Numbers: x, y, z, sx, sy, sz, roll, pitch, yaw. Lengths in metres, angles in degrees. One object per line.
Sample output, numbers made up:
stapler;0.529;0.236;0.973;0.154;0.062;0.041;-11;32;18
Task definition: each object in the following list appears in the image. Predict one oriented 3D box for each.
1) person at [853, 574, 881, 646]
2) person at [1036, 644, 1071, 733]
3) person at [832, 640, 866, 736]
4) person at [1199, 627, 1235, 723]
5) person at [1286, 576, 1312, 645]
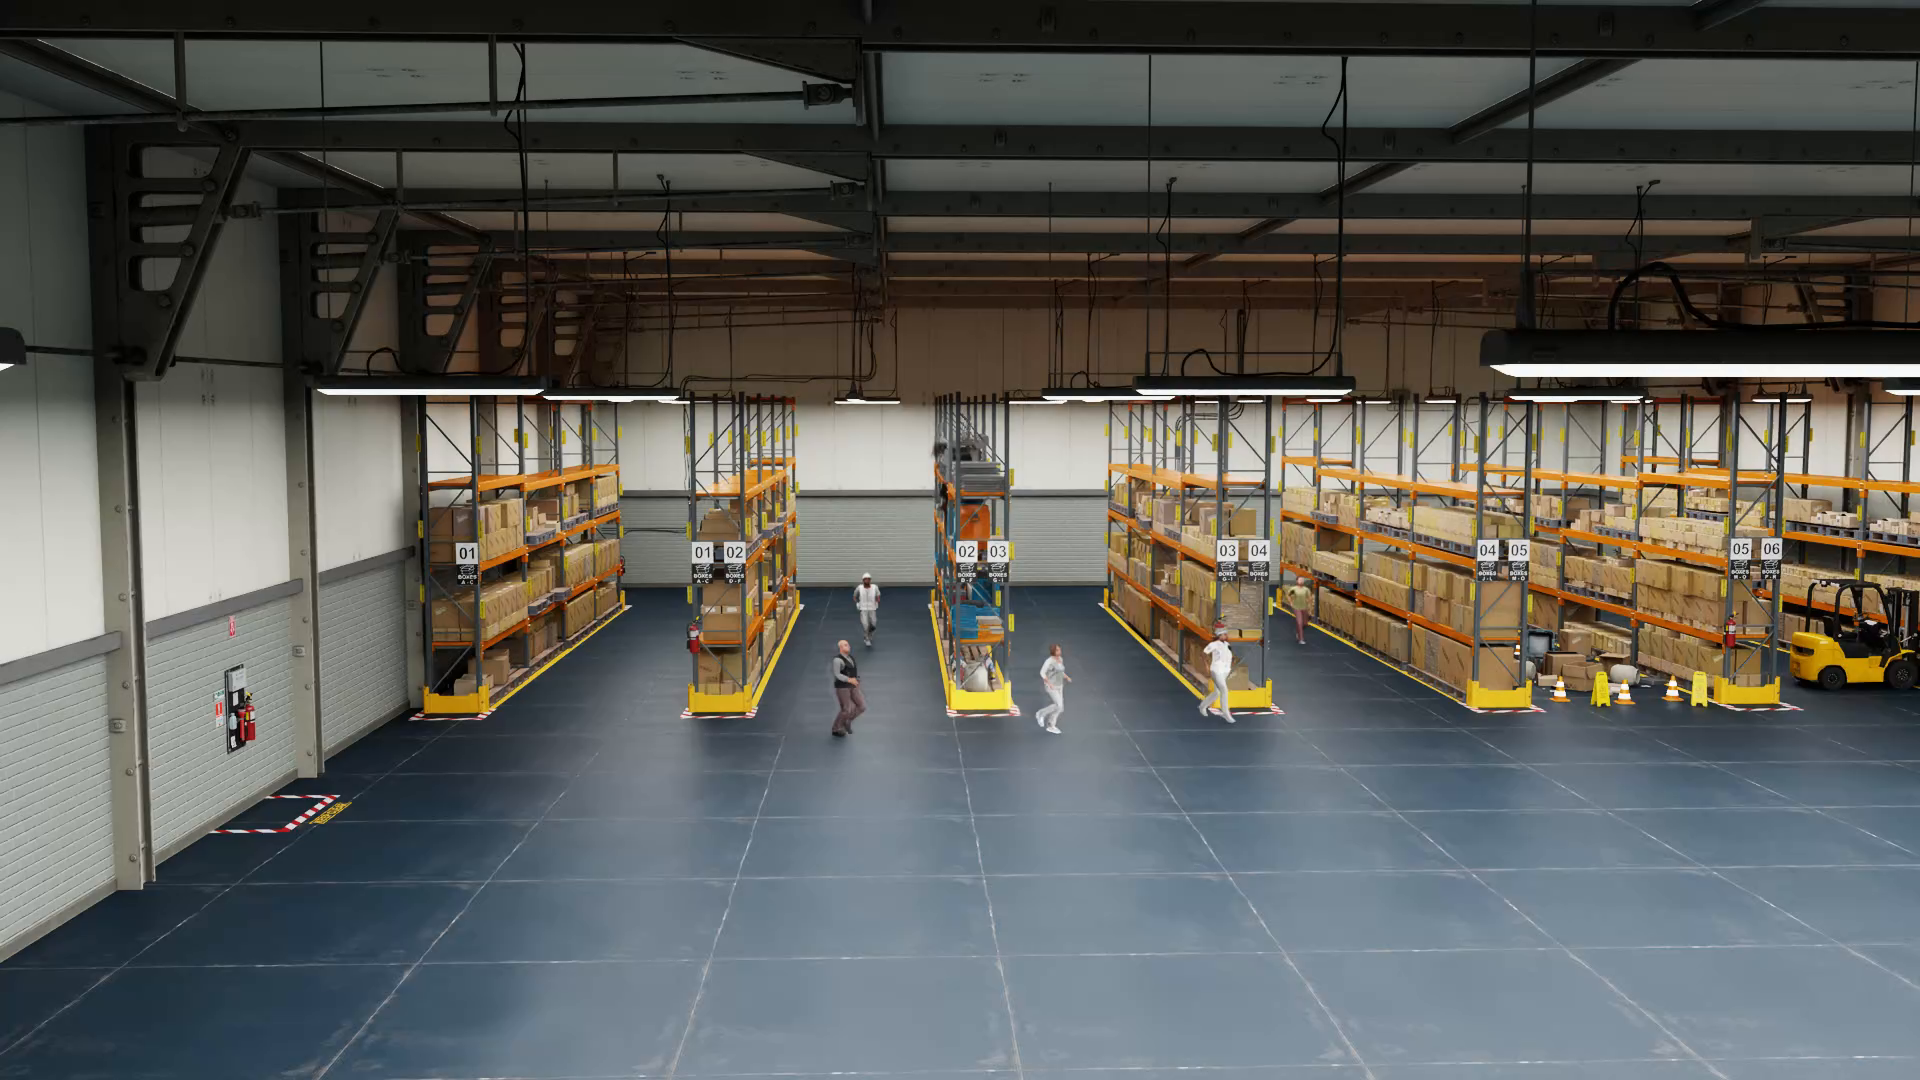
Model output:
person;-2.222;1.665;39.818;0.665;1.736;0.590;-1;5;-9
person;1.663;2.608;29.280;0.572;1.570;0.528;3;6;36
person;-1.948;2.566;28.863;0.610;1.677;0.671;2;5;27
person;4.790;2.438;30.445;0.600;1.690;0.867;-4;6;-42
person;8.214;1.677;40.219;0.589;1.641;0.868;-1;5;-7
